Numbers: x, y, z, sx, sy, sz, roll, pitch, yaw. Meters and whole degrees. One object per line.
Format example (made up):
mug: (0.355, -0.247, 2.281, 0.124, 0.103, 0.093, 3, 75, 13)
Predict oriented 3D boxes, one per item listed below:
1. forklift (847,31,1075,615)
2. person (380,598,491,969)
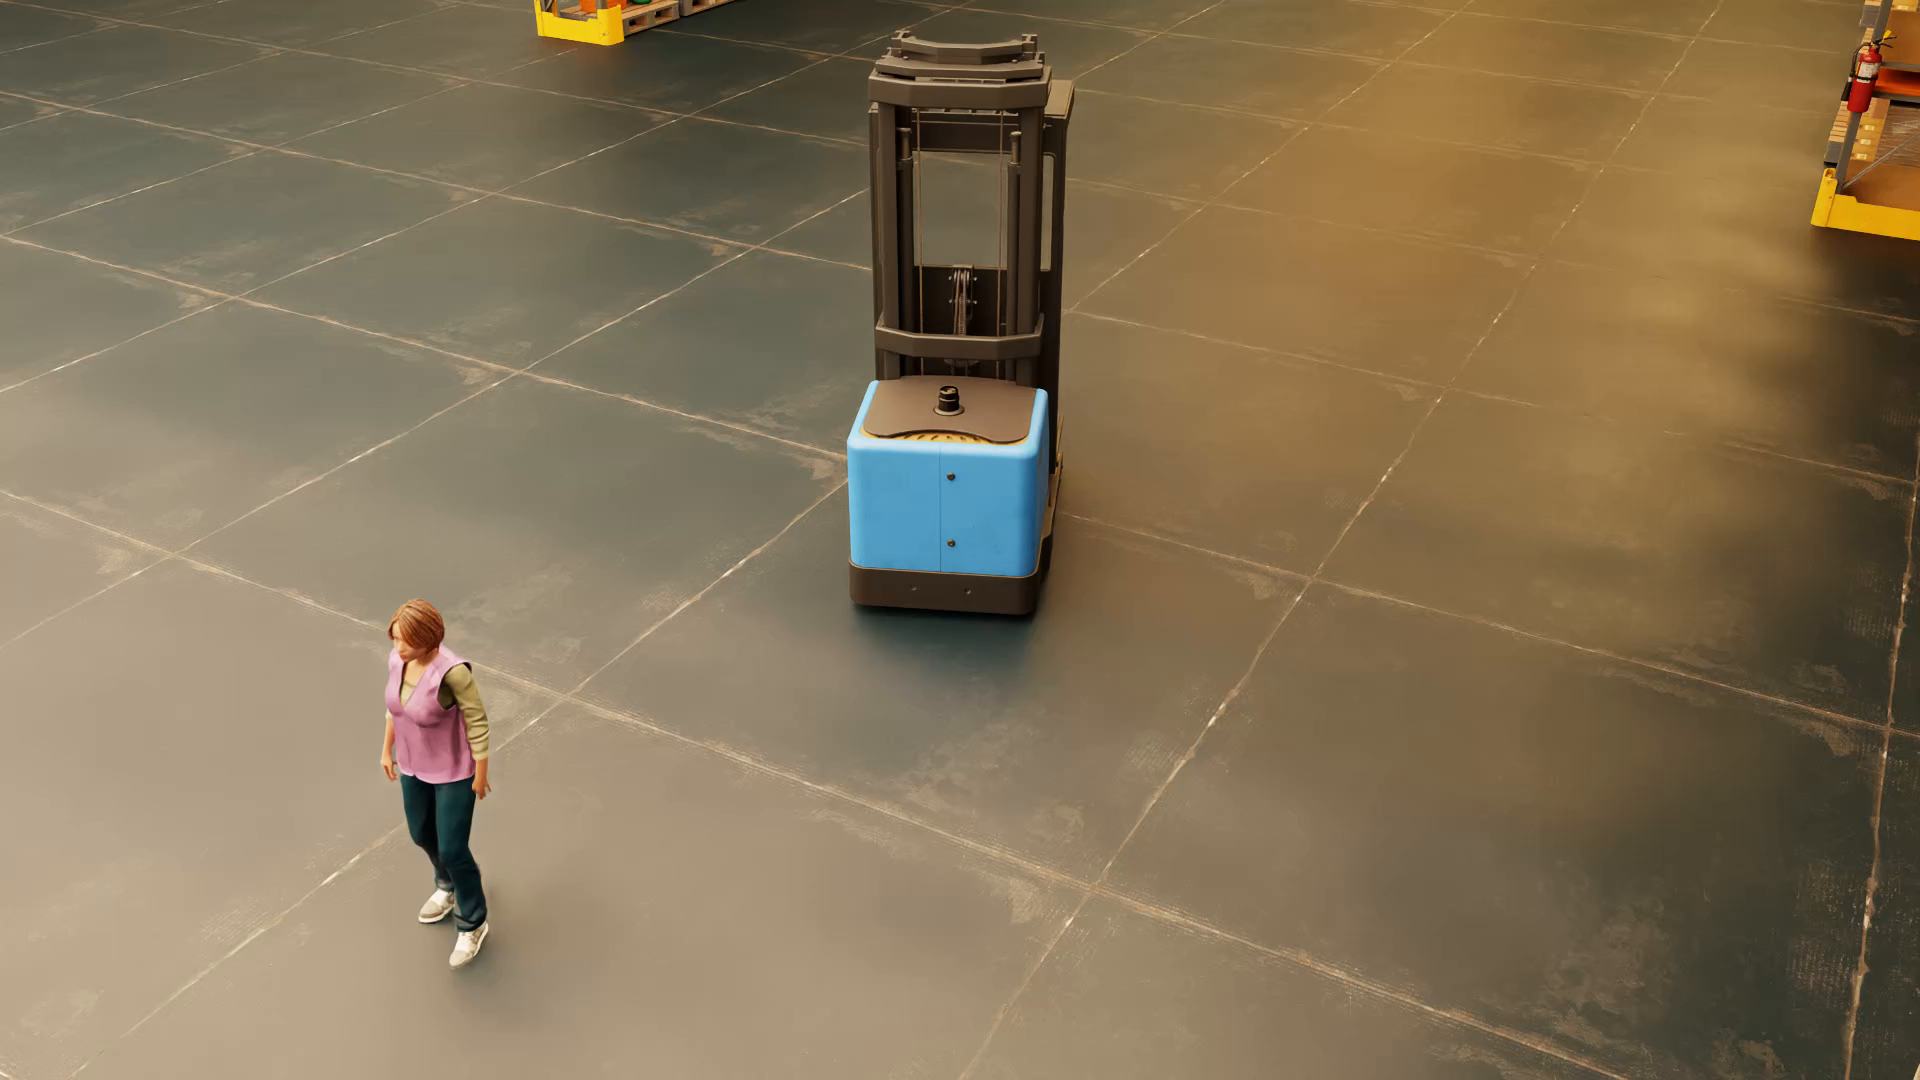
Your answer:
forklift: (0.072, -1.572, 9.794, 1.130, 2.935, 3.031, 3, 30, 6)
person: (-2.162, 0.970, 6.764, 0.493, 1.622, 0.432, 16, 34, 25)
